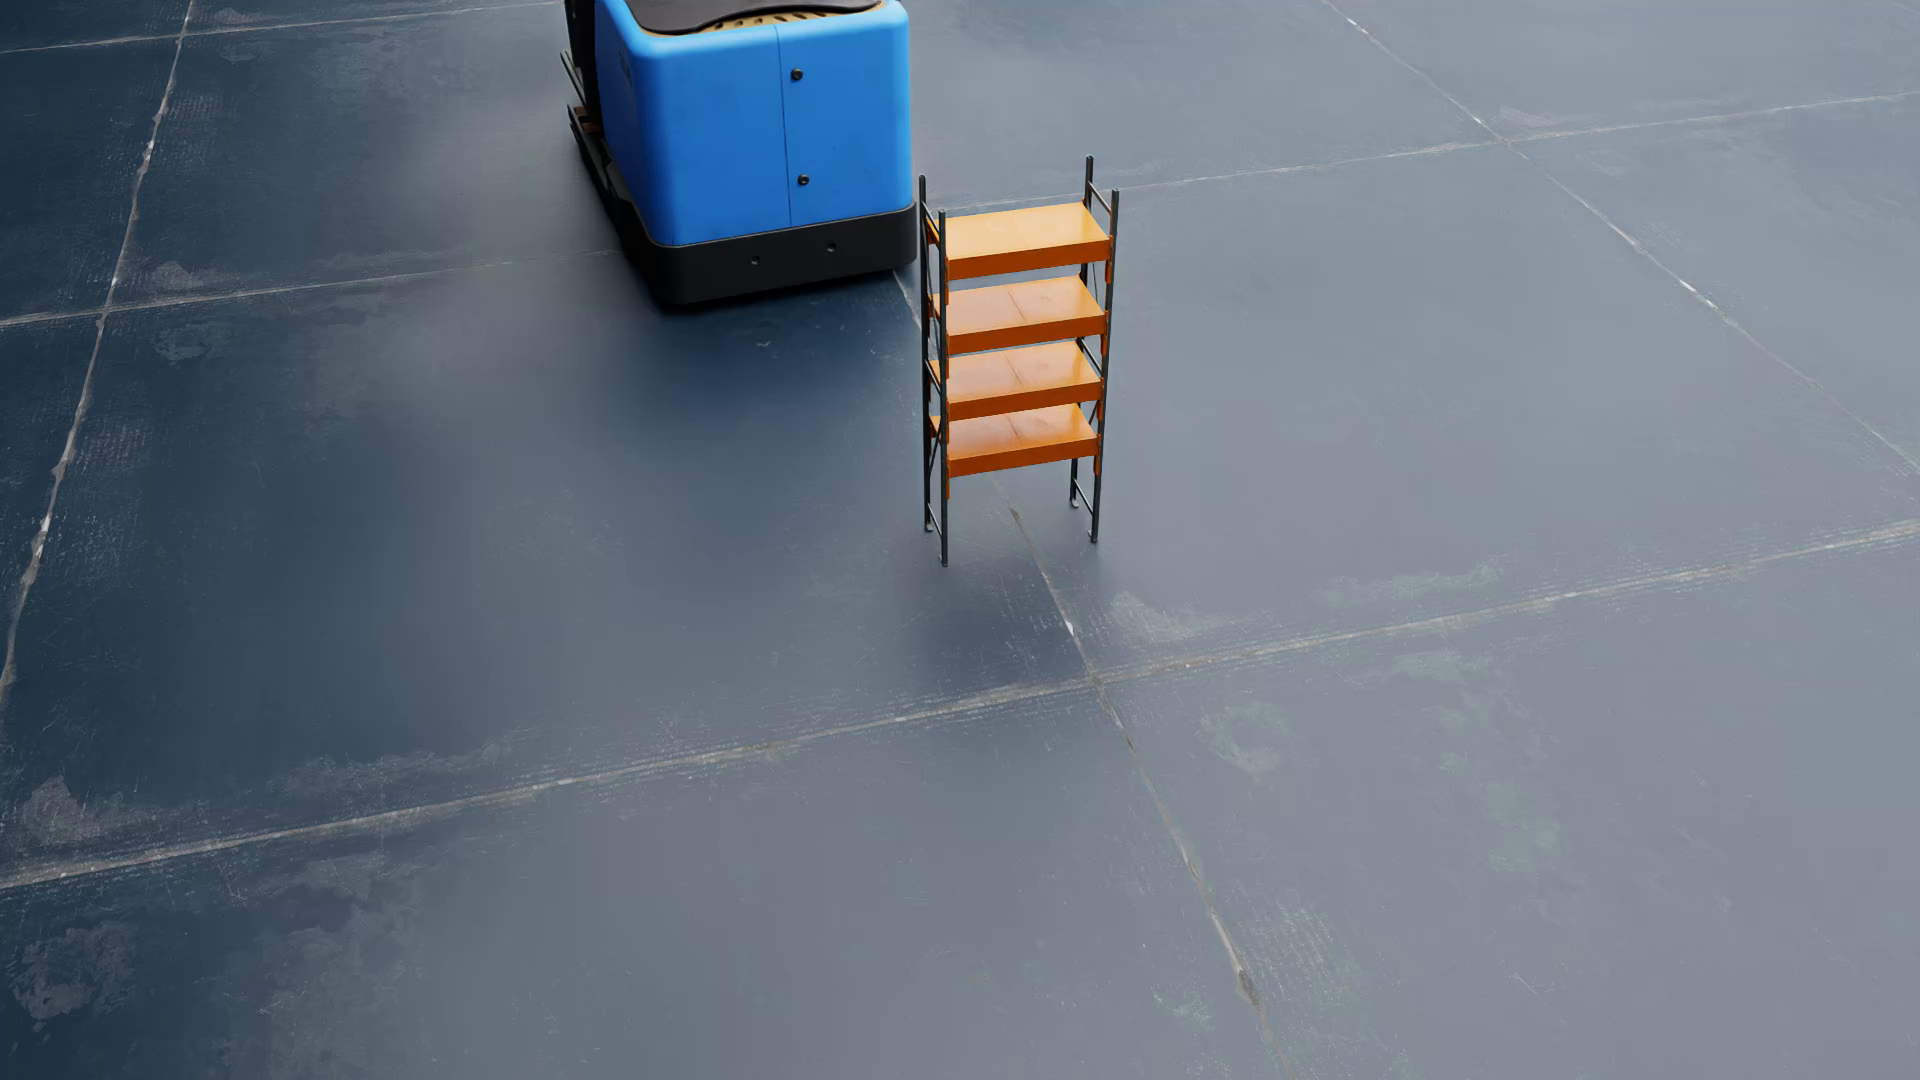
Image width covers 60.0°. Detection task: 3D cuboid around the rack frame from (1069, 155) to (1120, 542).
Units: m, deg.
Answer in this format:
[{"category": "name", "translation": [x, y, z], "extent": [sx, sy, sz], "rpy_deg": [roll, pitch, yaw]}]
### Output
[{"category": "rack frame", "translation": [0.395, -0.541, 4.970], "extent": [0.015, 1.200, 0.240], "rpy_deg": [-9, 38, -12]}]

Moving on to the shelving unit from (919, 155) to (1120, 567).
[{"category": "shelving unit", "translation": [0.160, -0.503, 4.920], "extent": [0.503, 1.200, 0.258], "rpy_deg": [-9, 38, -12]}]

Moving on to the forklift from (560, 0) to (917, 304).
[{"category": "forklift", "translation": [-1.152, -2.954, 6.700], "extent": [1.130, 2.935, 3.031], "rpy_deg": [-12, 39, -16]}]

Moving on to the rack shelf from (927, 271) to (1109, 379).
[{"category": "rack shelf", "translation": [0.160, -0.627, 4.825], "extent": [0.480, 0.148, 0.258], "rpy_deg": [-9, 38, -12]}]

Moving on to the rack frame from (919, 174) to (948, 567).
[{"category": "rack frame", "translation": [-0.076, -0.464, 4.869], "extent": [0.015, 1.200, 0.240], "rpy_deg": [-9, 38, -12]}]

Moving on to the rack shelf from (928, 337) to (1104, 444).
[{"category": "rack shelf", "translation": [0.160, -0.449, 4.961], "extent": [0.480, 0.148, 0.258], "rpy_deg": [-9, 38, -12]}]

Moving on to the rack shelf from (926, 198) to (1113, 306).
[{"category": "rack shelf", "translation": [0.160, -0.815, 4.681], "extent": [0.480, 0.148, 0.258], "rpy_deg": [-9, 38, -12]}]

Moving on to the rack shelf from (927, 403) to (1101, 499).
[{"category": "rack shelf", "translation": [0.160, -0.292, 5.081], "extent": [0.480, 0.148, 0.258], "rpy_deg": [-9, 38, -12]}]
